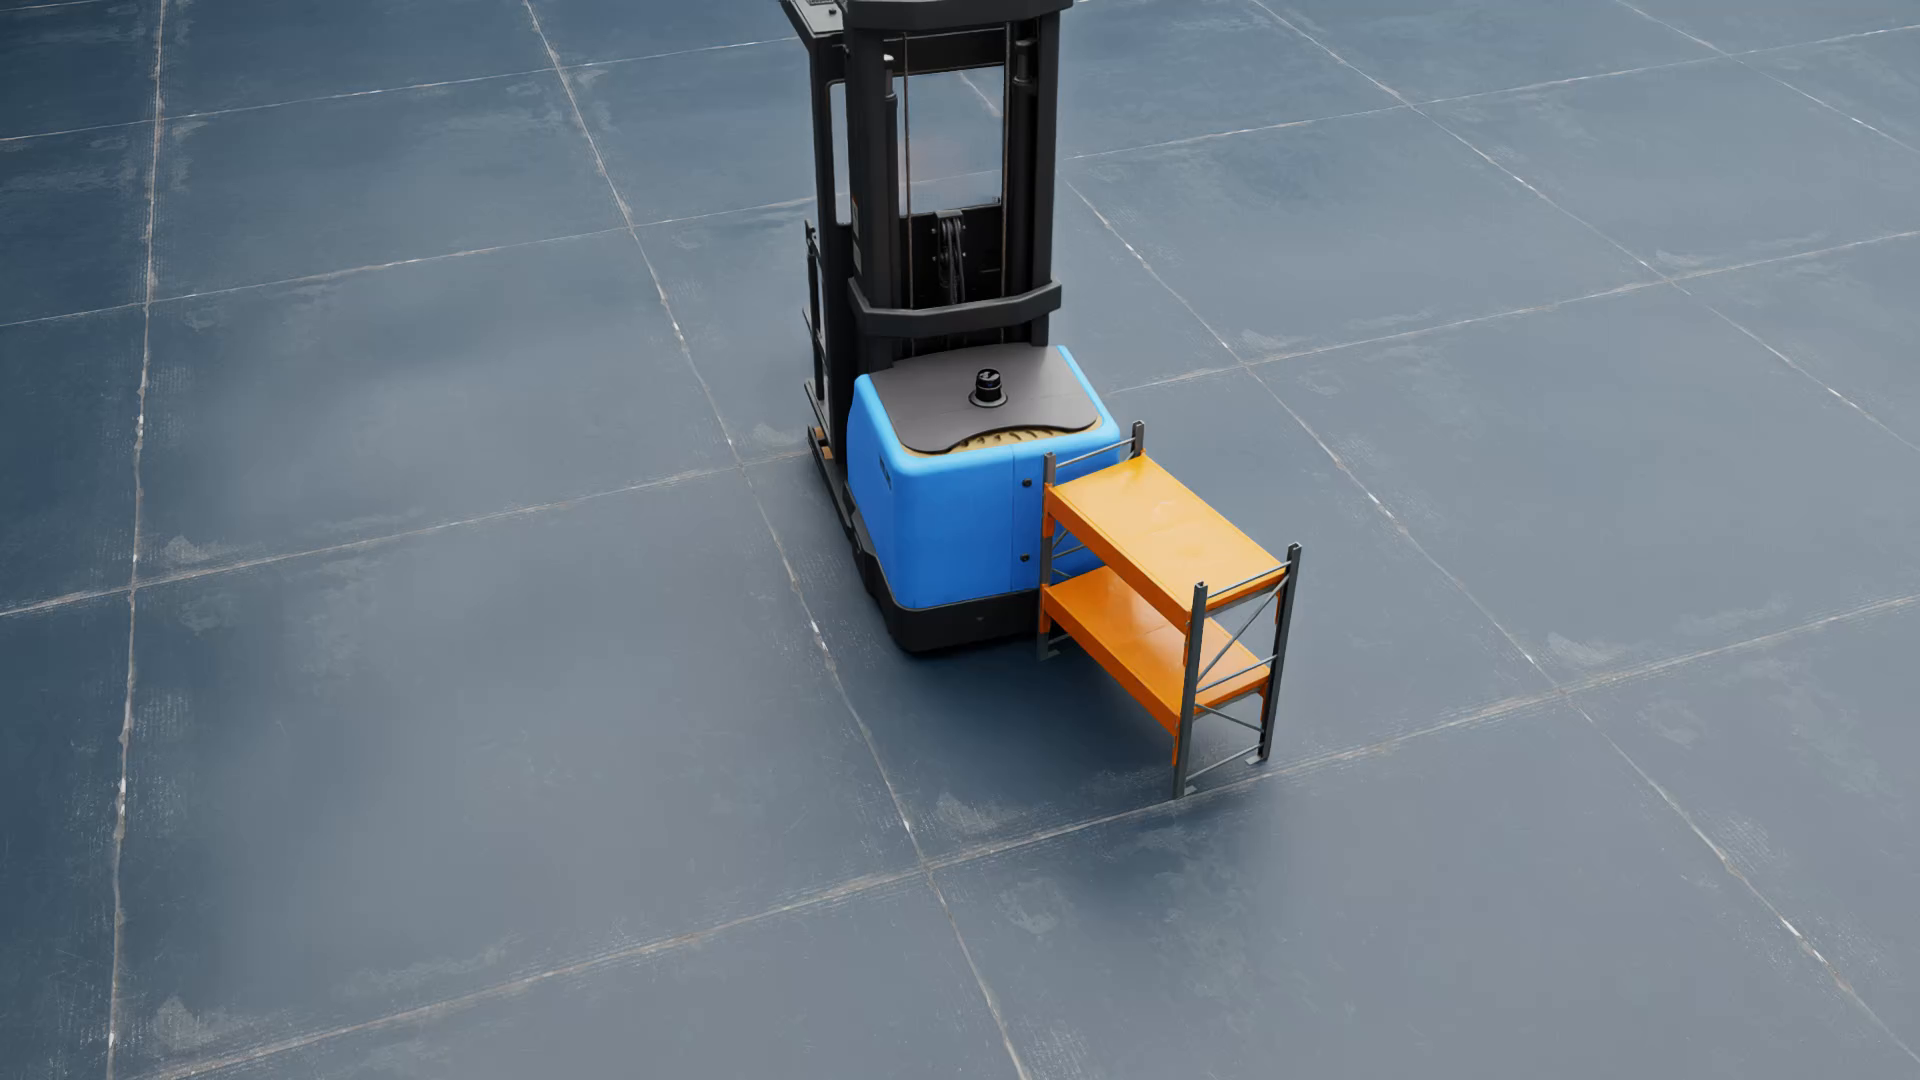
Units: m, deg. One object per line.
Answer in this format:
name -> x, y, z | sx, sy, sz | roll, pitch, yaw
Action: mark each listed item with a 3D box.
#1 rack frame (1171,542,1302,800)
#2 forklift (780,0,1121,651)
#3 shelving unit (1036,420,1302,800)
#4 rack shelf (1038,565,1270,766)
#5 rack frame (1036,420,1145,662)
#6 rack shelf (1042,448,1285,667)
rack frame -> 1.098, 0.543, 6.655 | 0.500, 1.125, 0.032 | -20, 41, -25
forklift -> -0.181, -1.556, 7.940 | 1.130, 2.935, 3.031 | -10, 38, -13
shelving unit -> 0.834, 0.282, 7.002 | 0.538, 1.125, 1.048 | -20, 41, -25
rack shelf -> 0.834, 0.477, 7.149 | 0.538, 0.278, 1.000 | -20, 41, -25
rack frame -> 0.569, 0.020, 7.348 | 0.500, 1.125, 0.032 | -20, 41, -25
rack shelf -> 0.834, 0.048, 6.826 | 0.538, 0.278, 1.000 | -20, 41, -25
